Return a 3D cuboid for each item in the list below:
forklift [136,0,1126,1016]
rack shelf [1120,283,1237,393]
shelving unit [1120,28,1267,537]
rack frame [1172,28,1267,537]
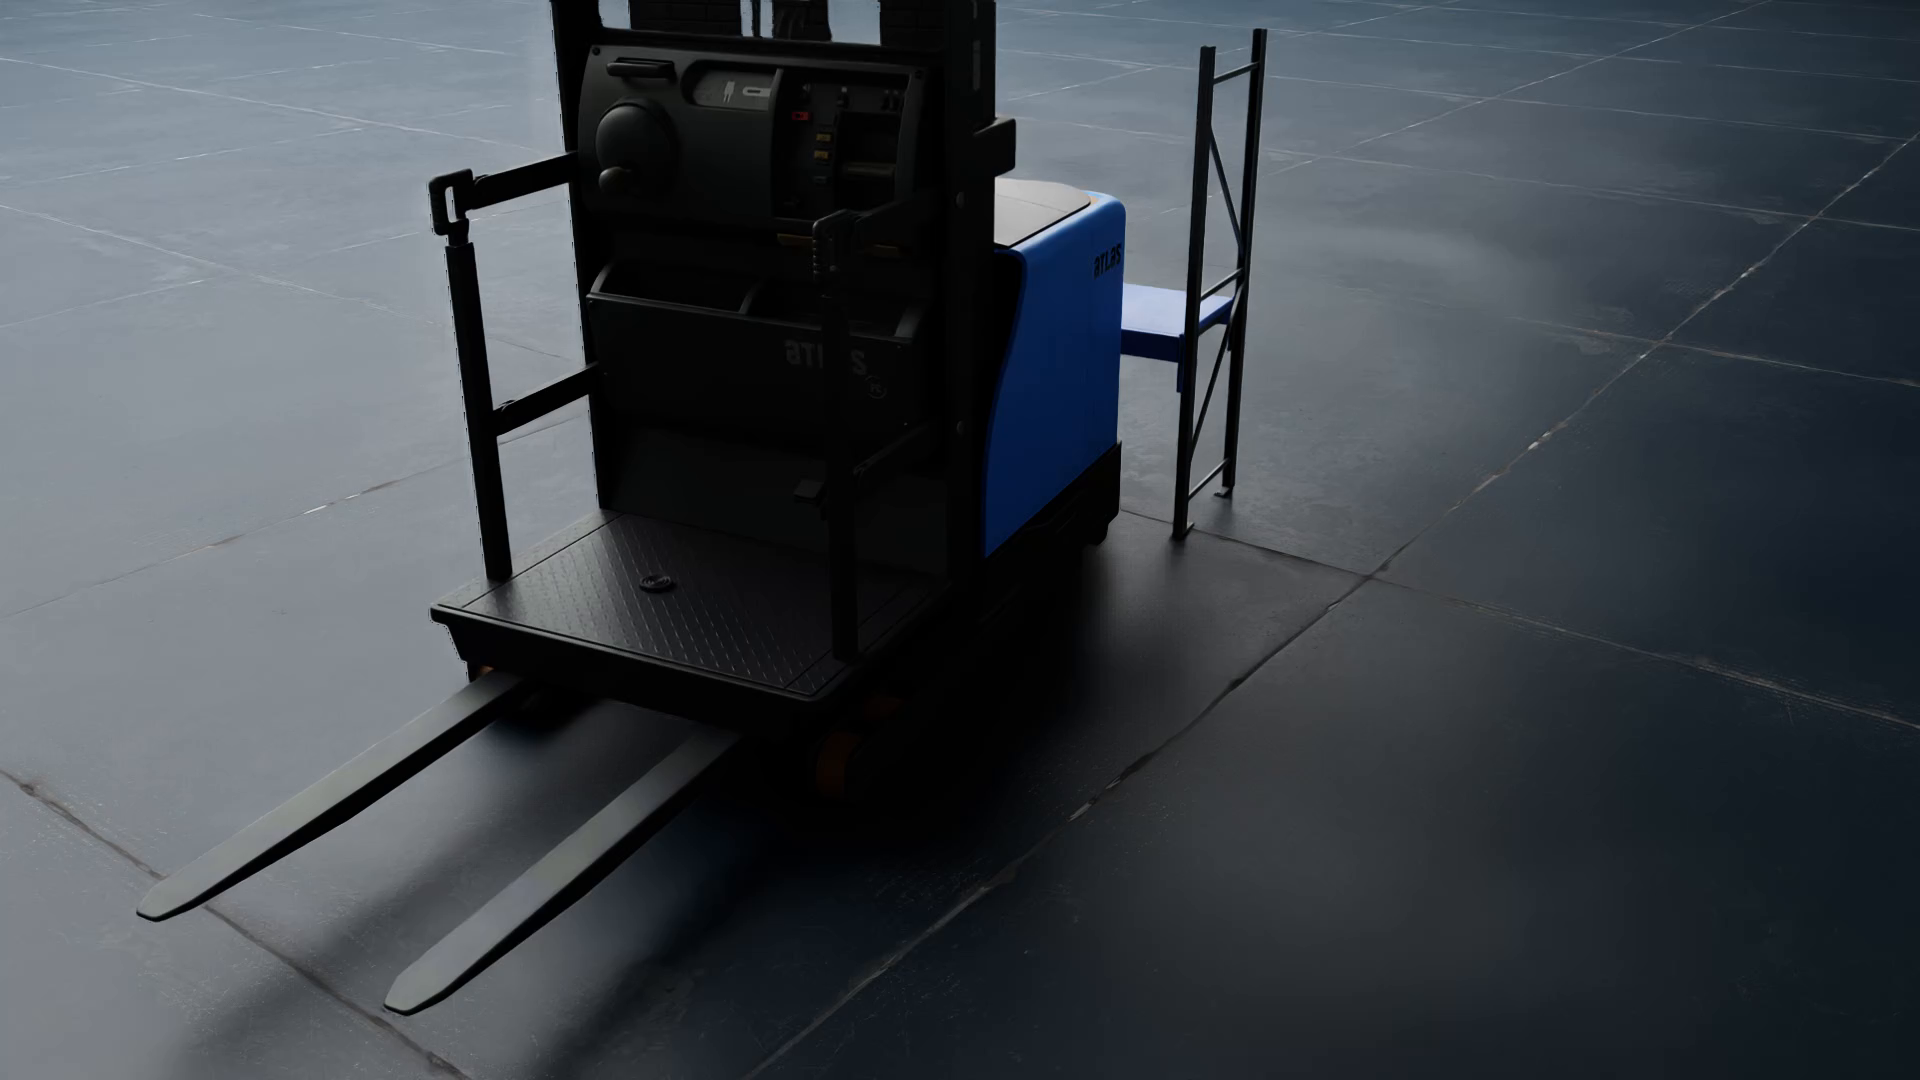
[{"bbox_3d":[-0.590,-0.932,3.730,1.130,2.935,3.031,11,26,23],"label":"forklift"},{"bbox_3d":[0.357,-0.719,5.467,1.000,0.185,0.538,12,26,25],"label":"rack shelf"},{"bbox_3d":[0.357,-0.884,5.394,1.048,1.500,0.538,12,26,25],"label":"shelving unit"},{"bbox_3d":[0.806,-0.787,5.175,0.032,1.500,0.500,12,26,25],"label":"rack frame"}]
